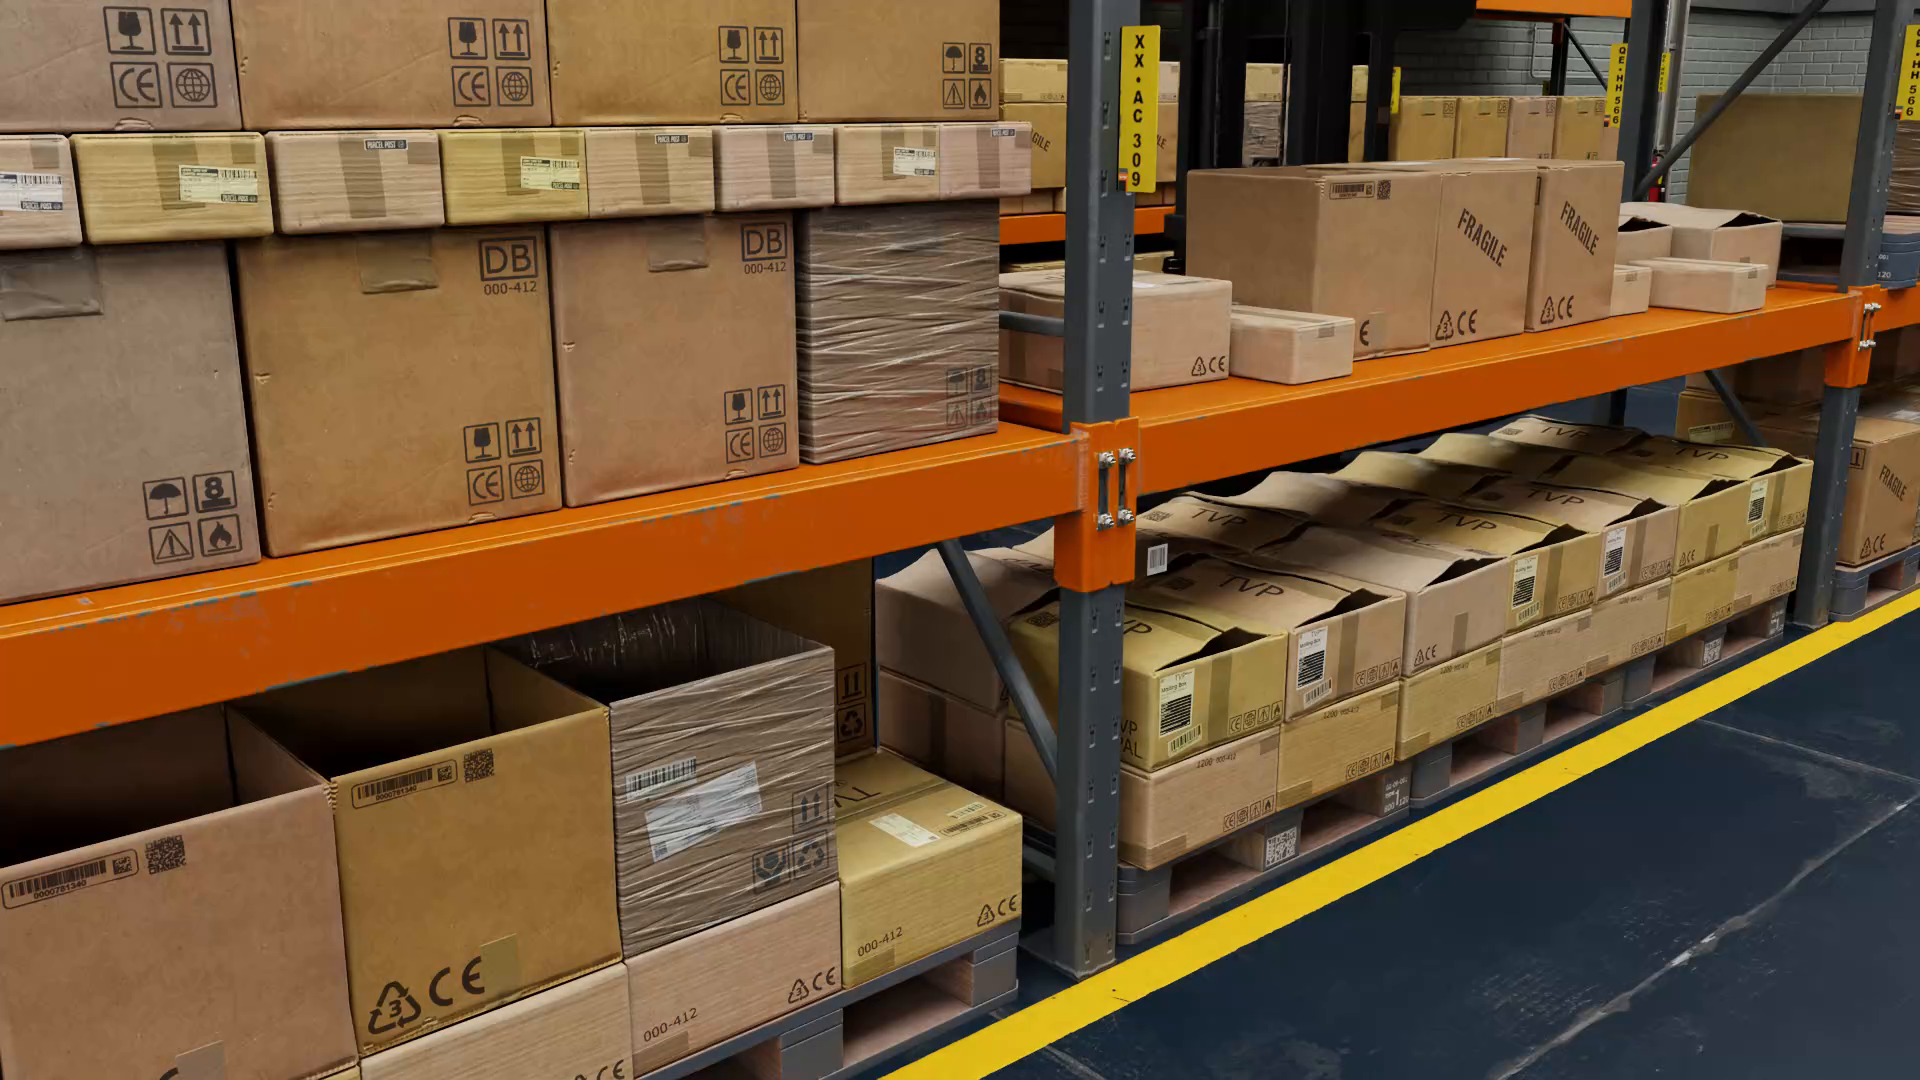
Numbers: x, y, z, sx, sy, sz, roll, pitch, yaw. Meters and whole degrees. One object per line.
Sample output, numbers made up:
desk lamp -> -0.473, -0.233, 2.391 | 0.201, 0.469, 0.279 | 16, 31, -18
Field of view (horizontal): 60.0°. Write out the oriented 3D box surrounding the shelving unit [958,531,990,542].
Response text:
shelving unit -> -0.011, -0.577, 7.586 | 0.189, 1.200, 0.258 | -13, 19, -39

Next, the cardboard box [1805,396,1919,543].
cardboard box -> 3.937, -0.317, 7.116 | 0.500, 0.500, 0.500 | -14, 20, -41

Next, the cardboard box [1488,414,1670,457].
cardboard box -> 2.427, -0.315, 6.544 | 0.500, 0.311, 0.500 | -12, 19, -38

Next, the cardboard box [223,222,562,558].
cardboard box -> -1.108, -0.321, 2.944 | 0.500, 0.500, 0.700 | -12, 19, -39

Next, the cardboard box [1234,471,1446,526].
cardboard box -> 1.262, -0.051, 5.557 | 0.500, 0.311, 0.500 | -13, 20, -40

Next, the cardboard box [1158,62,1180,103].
cardboard box -> 1.051, -2.932, 10.653 | 0.500, 0.250, 0.500 | -12, 19, -39

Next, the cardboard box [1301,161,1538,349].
cardboard box -> 1.362, -0.873, 5.011 | 0.500, 0.500, 0.500 | -13, 19, -39

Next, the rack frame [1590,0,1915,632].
rack frame -> 3.015, -1.201, 6.434 | 0.127, 3.000, 1.000 | -13, 19, -39

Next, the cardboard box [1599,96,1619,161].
cardboard box -> 5.417, -3.577, 14.746 | 0.700, 0.700, 0.980 | -12, 19, -37

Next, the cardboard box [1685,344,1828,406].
cardboard box -> 3.606, -0.783, 7.406 | 0.500, 0.250, 0.500 | -12, 19, -37

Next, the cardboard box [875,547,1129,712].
cardboard box -> 0.114, 0.207, 4.591 | 0.500, 0.311, 0.500 | -13, 19, -39

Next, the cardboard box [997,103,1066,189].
cardboard box -> 0.294, -2.399, 10.110 | 0.500, 0.500, 0.500 | -12, 19, -38

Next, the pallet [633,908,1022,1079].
pallet -> -0.630, 0.950, 3.783 | 1.213, 0.211, 1.003 | -13, 19, -39

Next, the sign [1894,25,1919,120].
sign -> 3.381, -1.653, 5.882 | 0.005, 0.325, 0.100 | -13, 19, -39

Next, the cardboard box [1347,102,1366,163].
cardboard box -> 2.595, -2.917, 12.049 | 0.500, 0.500, 0.500 | -13, 20, -40

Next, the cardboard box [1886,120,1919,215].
cardboard box -> 4.231, -1.699, 7.289 | 0.500, 0.500, 0.700 | -9, 17, -29

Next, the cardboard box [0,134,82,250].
cardboard box -> -1.423, -0.492, 2.330 | 0.250, 0.149, 0.380 | -12, 19, -39

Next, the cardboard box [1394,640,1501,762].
cardboard box -> 1.239, 0.407, 4.927 | 0.500, 0.250, 0.500 | -13, 20, -41

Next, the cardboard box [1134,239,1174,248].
cardboard box -> 1.704, -1.720, 11.729 | 0.750, 0.750, 0.750 | -12, 19, -38

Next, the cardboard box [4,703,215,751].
cardboard box -> -1.689, 0.512, 3.082 | 0.500, 0.500, 0.500 | -13, 19, -39

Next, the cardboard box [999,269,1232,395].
cardboard box -> 0.340, -0.543, 4.261 | 0.500, 0.250, 0.500 | -11, 19, -36

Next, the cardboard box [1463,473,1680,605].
cardboard box -> 2.011, -0.036, 5.498 | 0.500, 0.311, 0.500 | -13, 20, -40

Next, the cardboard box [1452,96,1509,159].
cardboard box -> 3.752, -3.199, 13.331 | 0.700, 0.700, 0.980 | -13, 20, -41

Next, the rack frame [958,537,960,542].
rack frame -> -0.080, -0.562, 7.528 | 0.006, 1.200, 0.240 | -13, 19, -39

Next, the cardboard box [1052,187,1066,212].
cardboard box -> 0.612, -2.133, 10.372 | 0.250, 0.149, 0.380 | -12, 19, -38

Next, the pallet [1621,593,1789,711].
pallet -> 2.368, 0.278, 6.300 | 1.213, 0.211, 1.003 | -13, 19, -39

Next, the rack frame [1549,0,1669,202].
rack frame -> 5.795, -3.520, 15.116 | 0.127, 3.000, 1.000 | -13, 19, -39

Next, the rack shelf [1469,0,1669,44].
rack shelf -> 4.286, -4.283, 13.553 | 4.000, 0.370, 1.077 | -13, 19, -39

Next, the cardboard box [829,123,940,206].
cardboard box -> -0.255, -0.756, 3.317 | 0.250, 0.149, 0.380 | -13, 20, -41

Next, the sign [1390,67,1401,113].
sign -> 3.141, -3.260, 12.050 | 0.005, 0.325, 0.100 | -13, 19, -39

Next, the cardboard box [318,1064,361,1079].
cardboard box -> -1.337, 0.978, 2.789 | 0.500, 0.250, 0.500 | -13, 19, -39

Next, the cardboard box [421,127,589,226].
cardboard box -> -0.836, -0.625, 2.828 | 0.250, 0.149, 0.380 | -13, 20, -40

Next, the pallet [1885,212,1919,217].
pallet -> 4.479, -1.439, 7.696 | 1.213, 0.211, 1.003 | -13, 19, -39

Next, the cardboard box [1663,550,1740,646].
cardboard box -> 2.391, 0.149, 5.894 | 0.500, 0.250, 0.500 | -13, 20, -40

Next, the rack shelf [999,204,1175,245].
rack shelf -> 1.269, -2.156, 11.403 | 4.000, 0.370, 1.077 | -13, 19, -39

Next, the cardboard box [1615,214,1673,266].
cardboard box -> 2.213, -1.044, 6.020 | 0.500, 0.311, 0.500 | -13, 20, -40

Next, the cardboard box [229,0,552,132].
cardboard box -> -1.092, -0.952, 2.792 | 0.500, 0.500, 0.700 | -13, 20, -39

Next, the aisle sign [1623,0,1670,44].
aisle sign -> 6.046, -4.730, 14.607 | 0.004, 0.787, 0.394 | -13, 19, -39

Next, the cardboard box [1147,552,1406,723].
cardboard box -> 0.853, 0.226, 4.520 | 0.500, 0.311, 0.500 | -13, 20, -40

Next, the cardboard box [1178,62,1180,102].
cardboard box -> 1.432, -3.020, 10.981 | 0.500, 0.250, 0.500 | -13, 20, -40

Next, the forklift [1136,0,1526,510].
forklift -> 1.928, -1.791, 8.776 | 3.031, 2.935, 1.130 | -11, 19, -37

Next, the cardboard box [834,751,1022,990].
cardboard box -> -0.209, 0.723, 3.745 | 0.500, 0.250, 0.500 | -13, 19, -39

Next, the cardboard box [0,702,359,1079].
cardboard box -> -1.337, 0.616, 2.692 | 0.500, 0.500, 0.500 | -13, 19, -39

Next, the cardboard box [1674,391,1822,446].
cardboard box -> 3.566, -0.410, 7.464 | 0.500, 0.500, 0.500 | -12, 19, -37
